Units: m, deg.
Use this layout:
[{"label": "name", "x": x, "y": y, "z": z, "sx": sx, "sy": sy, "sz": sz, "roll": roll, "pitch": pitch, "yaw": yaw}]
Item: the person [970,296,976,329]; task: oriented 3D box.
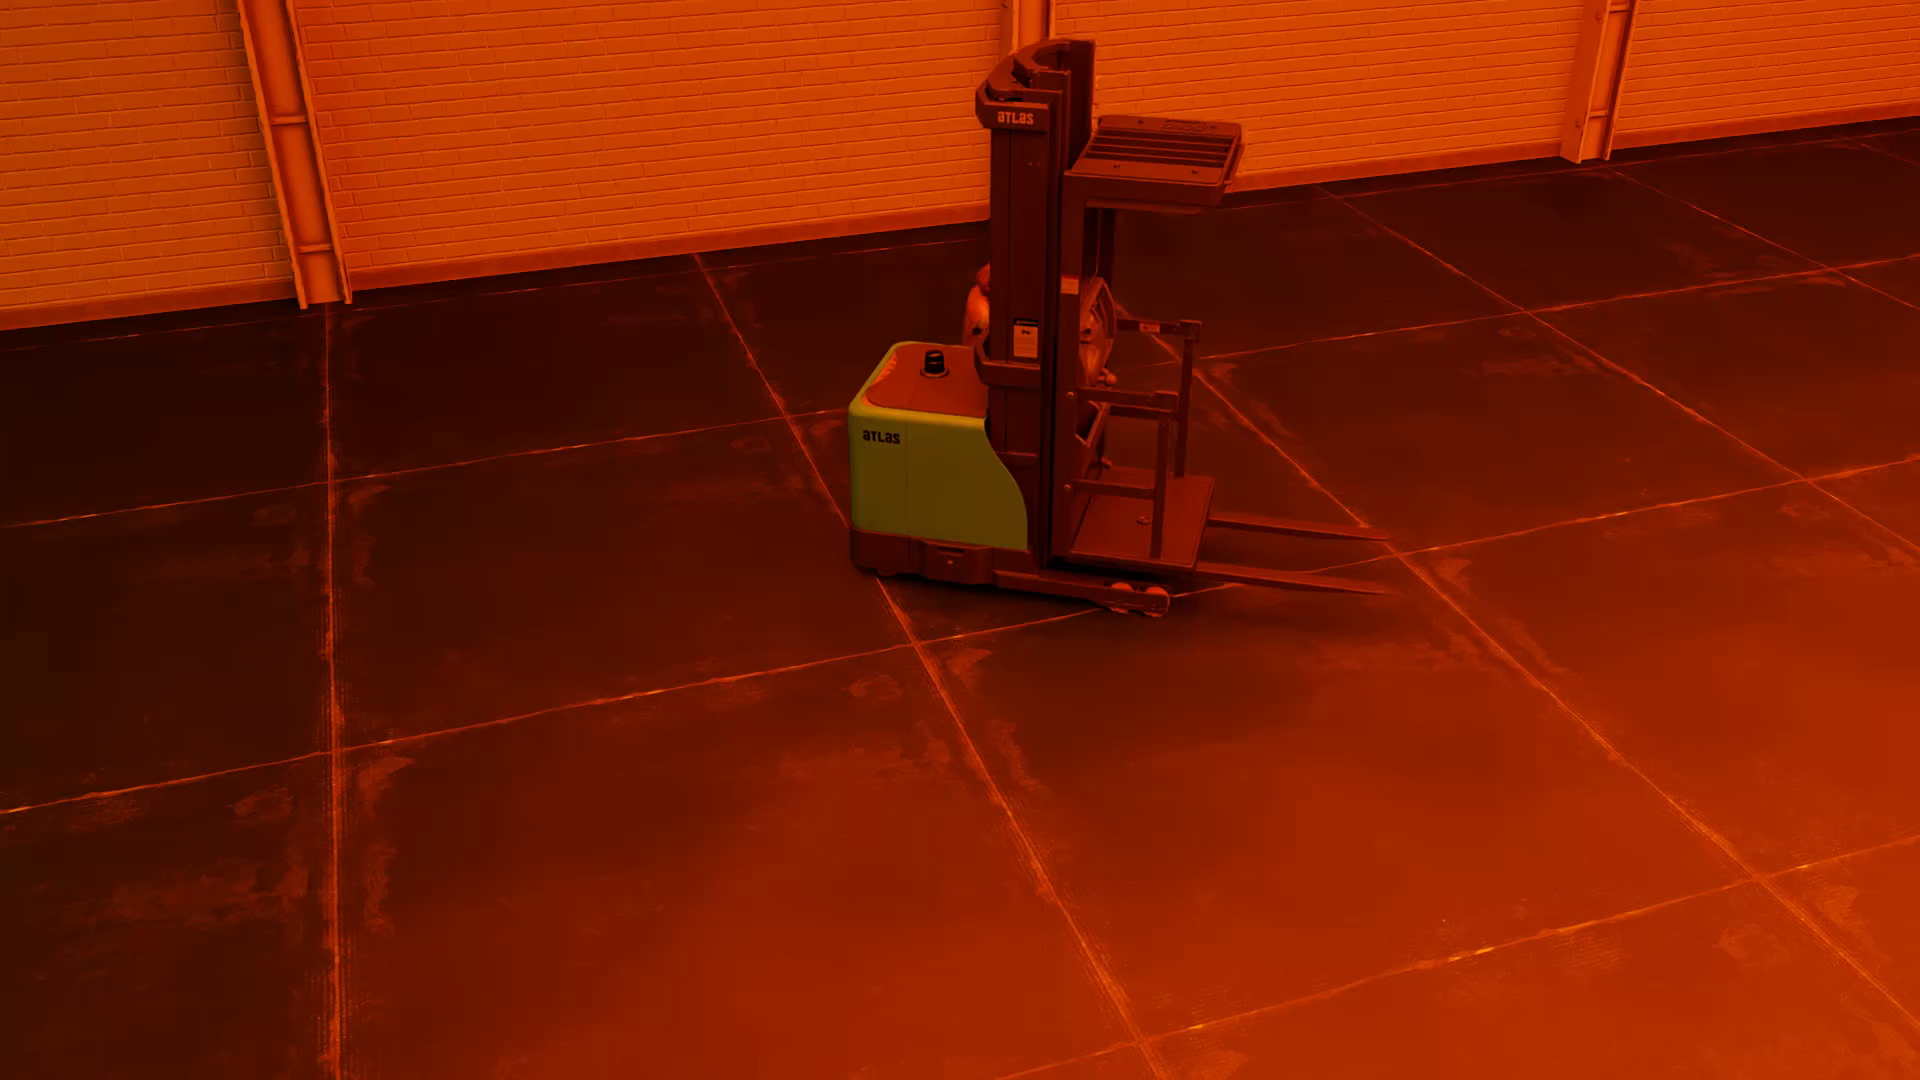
[{"label": "person", "x": 0.384, "y": -1.123, "z": 10.591, "sx": 0.667, "sy": 1.396, "sz": 0.831, "roll": 4, "pitch": 30, "yaw": 7}]

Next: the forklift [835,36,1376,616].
[{"label": "forklift", "x": 0.865, "y": -1.142, "z": 9.072, "sx": 3.031, "sy": 2.935, "sz": 1.130, "roll": 7, "pitch": 31, "yaw": 12}]
